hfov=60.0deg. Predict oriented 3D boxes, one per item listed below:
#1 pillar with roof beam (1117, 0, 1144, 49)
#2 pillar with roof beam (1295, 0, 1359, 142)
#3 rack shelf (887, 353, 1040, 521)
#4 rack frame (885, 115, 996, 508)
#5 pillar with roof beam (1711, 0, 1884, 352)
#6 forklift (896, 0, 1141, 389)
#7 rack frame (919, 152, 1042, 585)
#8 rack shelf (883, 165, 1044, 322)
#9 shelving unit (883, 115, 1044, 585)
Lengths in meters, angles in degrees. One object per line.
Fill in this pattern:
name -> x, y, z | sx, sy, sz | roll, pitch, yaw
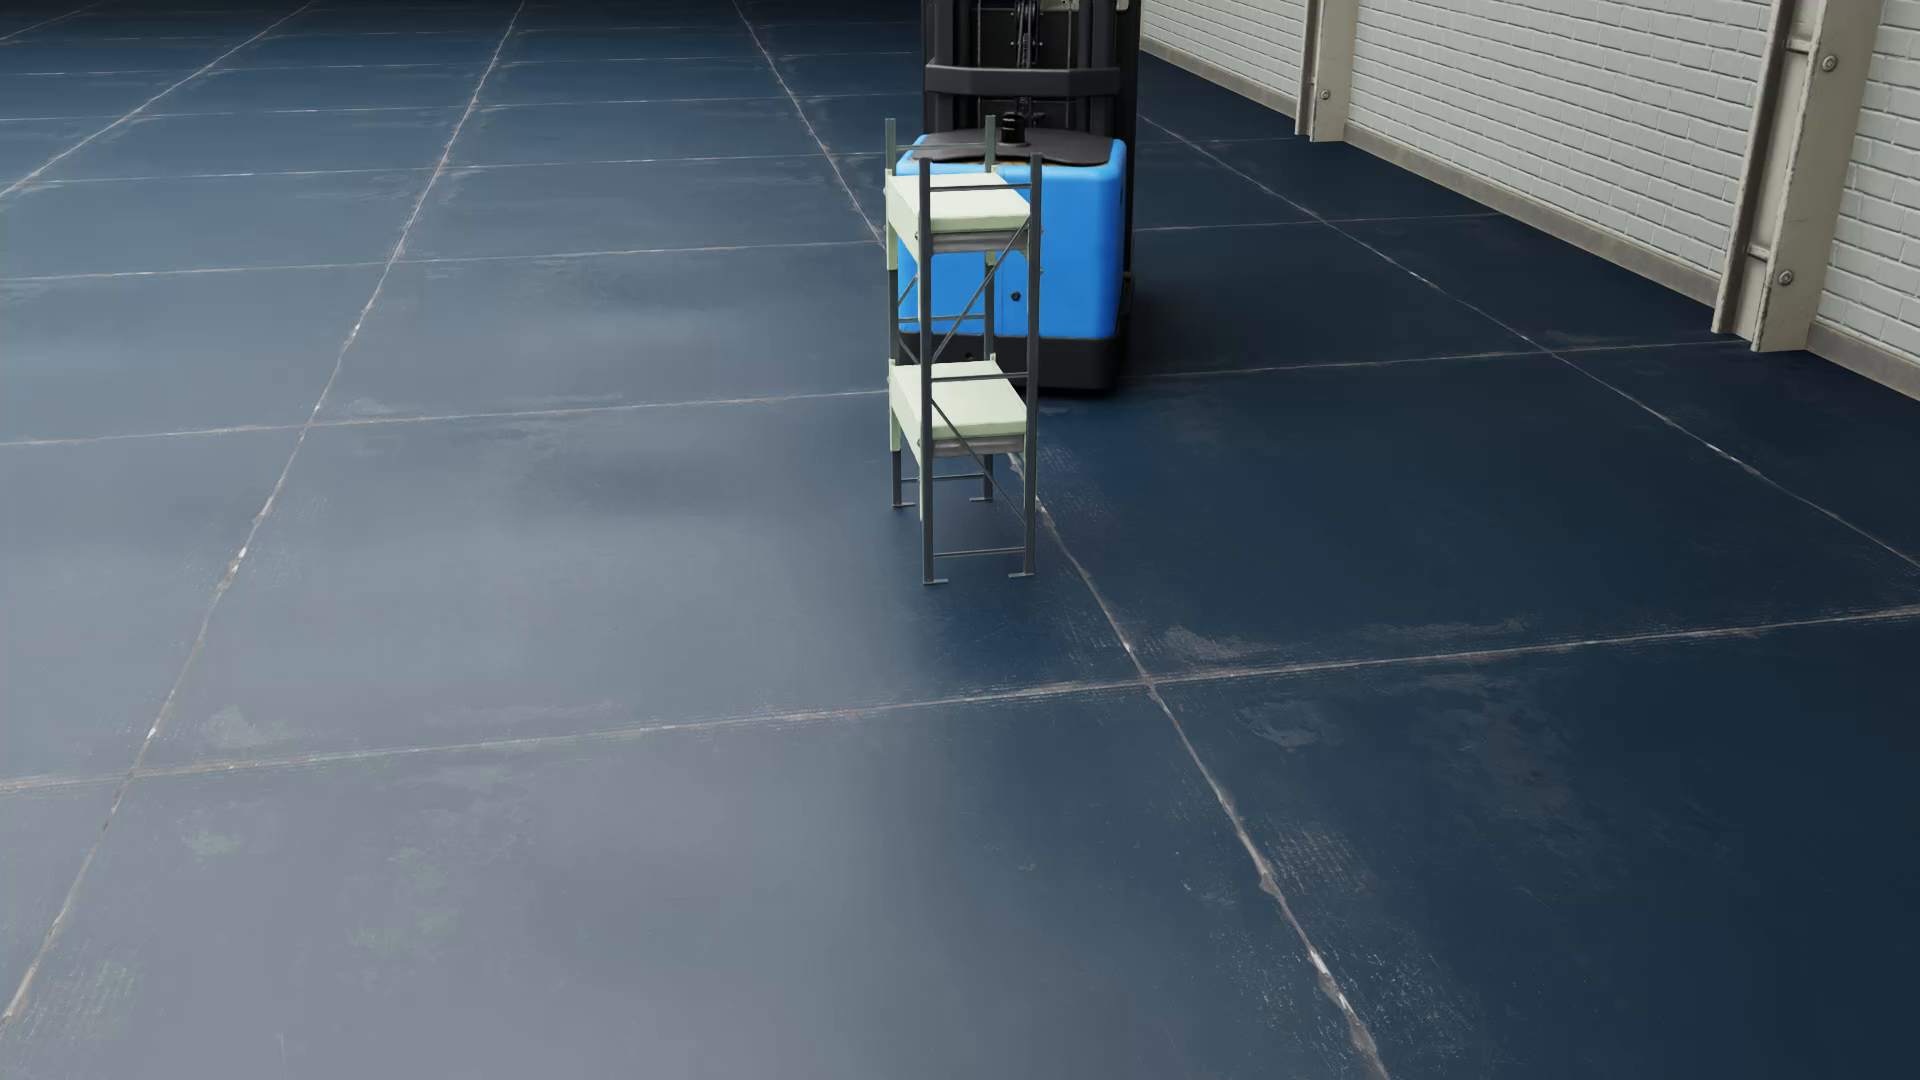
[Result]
pillar with roof beam -> -2.298, -9.566, 16.910 | 9.100, 9.000, 0.400 | -4, 24, -10
pillar with roof beam -> -1.188, -7.206, 11.506 | 9.100, 9.000, 0.400 | -4, 24, -10
rack shelf -> -0.001, -0.391, 6.086 | 0.431, 0.370, 0.720 | -4, 24, -10
rack frame -> -0.069, -0.834, 6.285 | 0.400, 1.500, 0.023 | -4, 24, -10
pillar with roof beam -> -0.079, -4.846, 6.102 | 9.100, 9.000, 0.400 | -4, 24, -10
forklift -> 0.384, -2.593, 8.526 | 1.130, 2.935, 3.031 | 3, 24, 7
rack frame -> 0.066, -0.546, 5.626 | 0.400, 1.500, 0.023 | -4, 24, -10
rack shelf -> -0.001, -1.048, 5.800 | 0.431, 0.370, 0.720 | -4, 24, -10
shelving unit -> -0.001, -0.690, 5.956 | 0.431, 1.500, 0.755 | -4, 24, -10
